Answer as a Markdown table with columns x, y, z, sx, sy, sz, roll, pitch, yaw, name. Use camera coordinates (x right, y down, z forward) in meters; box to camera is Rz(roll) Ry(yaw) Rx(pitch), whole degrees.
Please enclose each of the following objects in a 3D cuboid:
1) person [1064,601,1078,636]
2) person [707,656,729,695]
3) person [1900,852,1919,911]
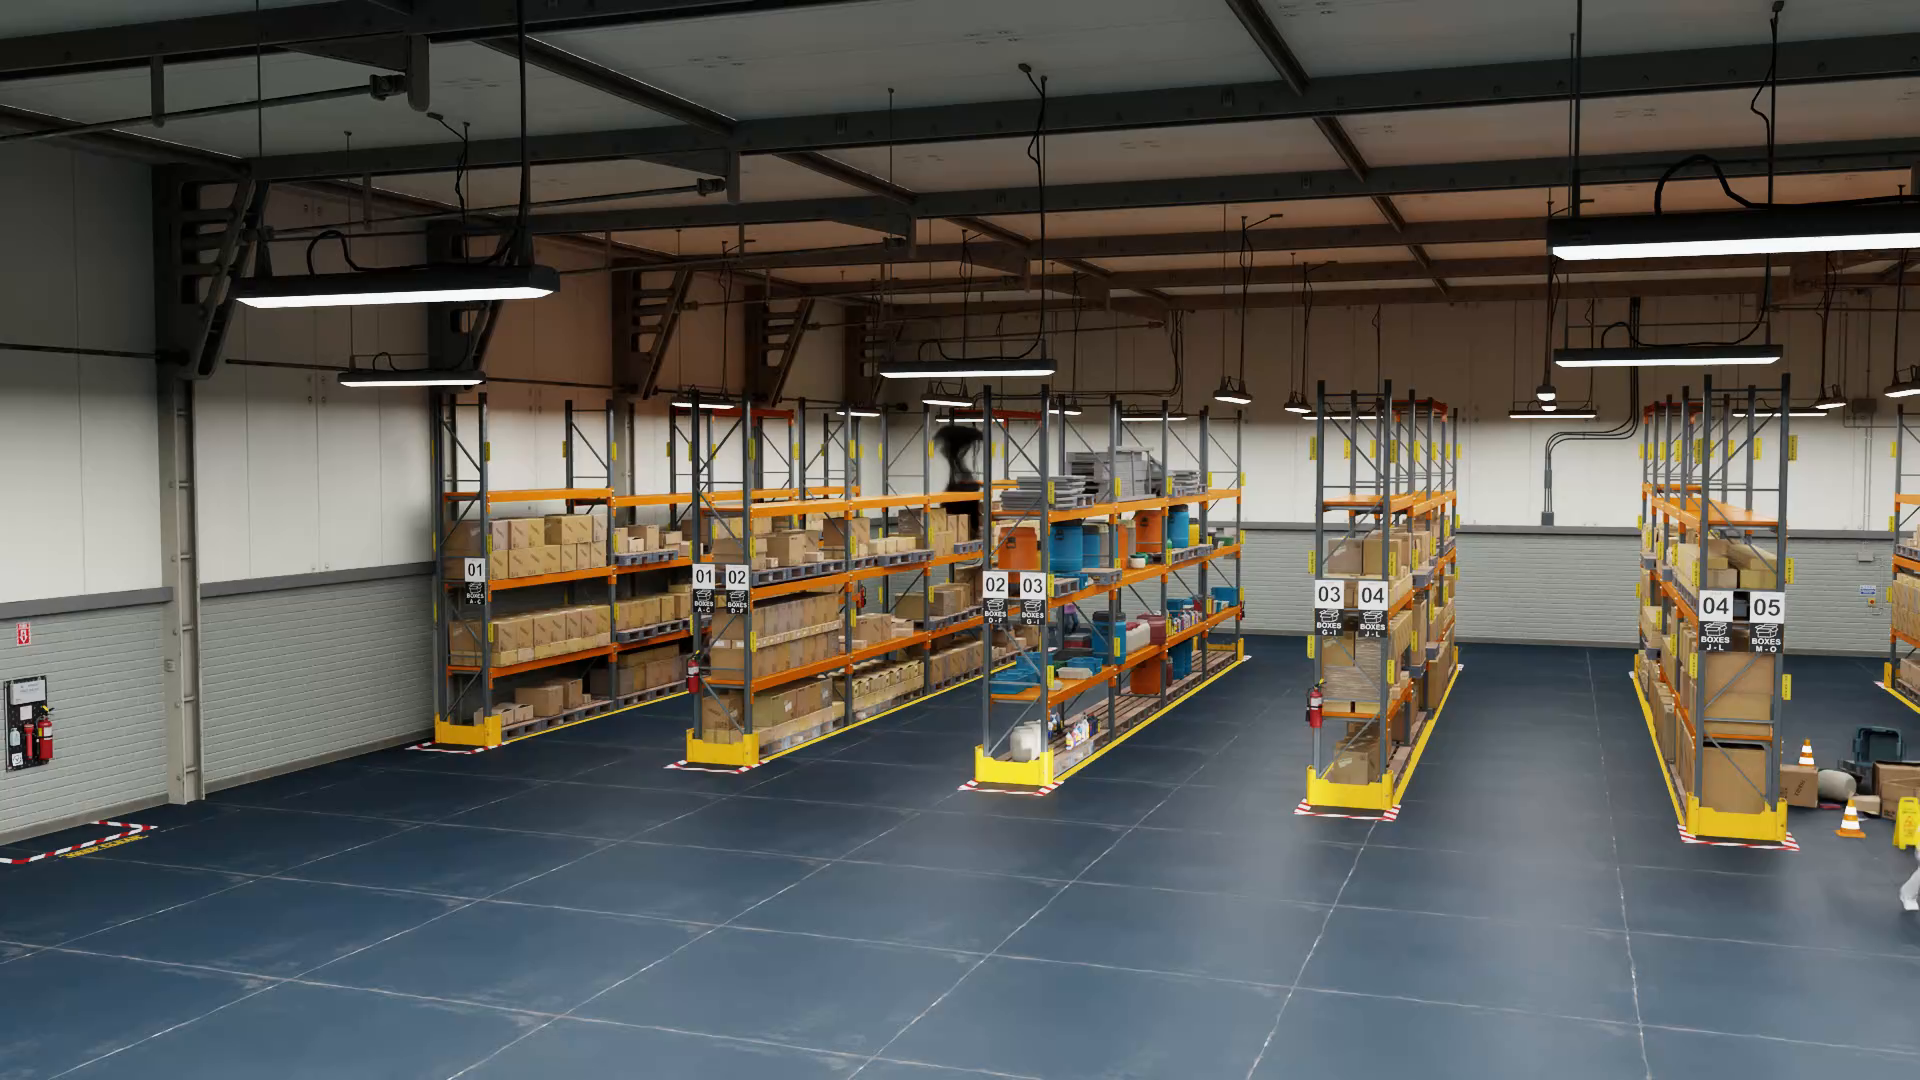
| x | y | z | sx | sy | sz | roll | pitch | yaw | name |
| --- | --- | --- | --- | --- | --- | --- | --- | --- | --- |
| 2.857 | 1.954 | 43.178 | 0.508 | 1.530 | 0.686 | -1 | 3 | -21 | person |
| -4.578 | 2.359 | 31.869 | 0.670 | 1.626 | 1.017 | 0 | 3 | 6 | person |
| 10.459 | 3.253 | 17.635 | 0.751 | 1.736 | 1.071 | -1 | 3 | -18 | person |
